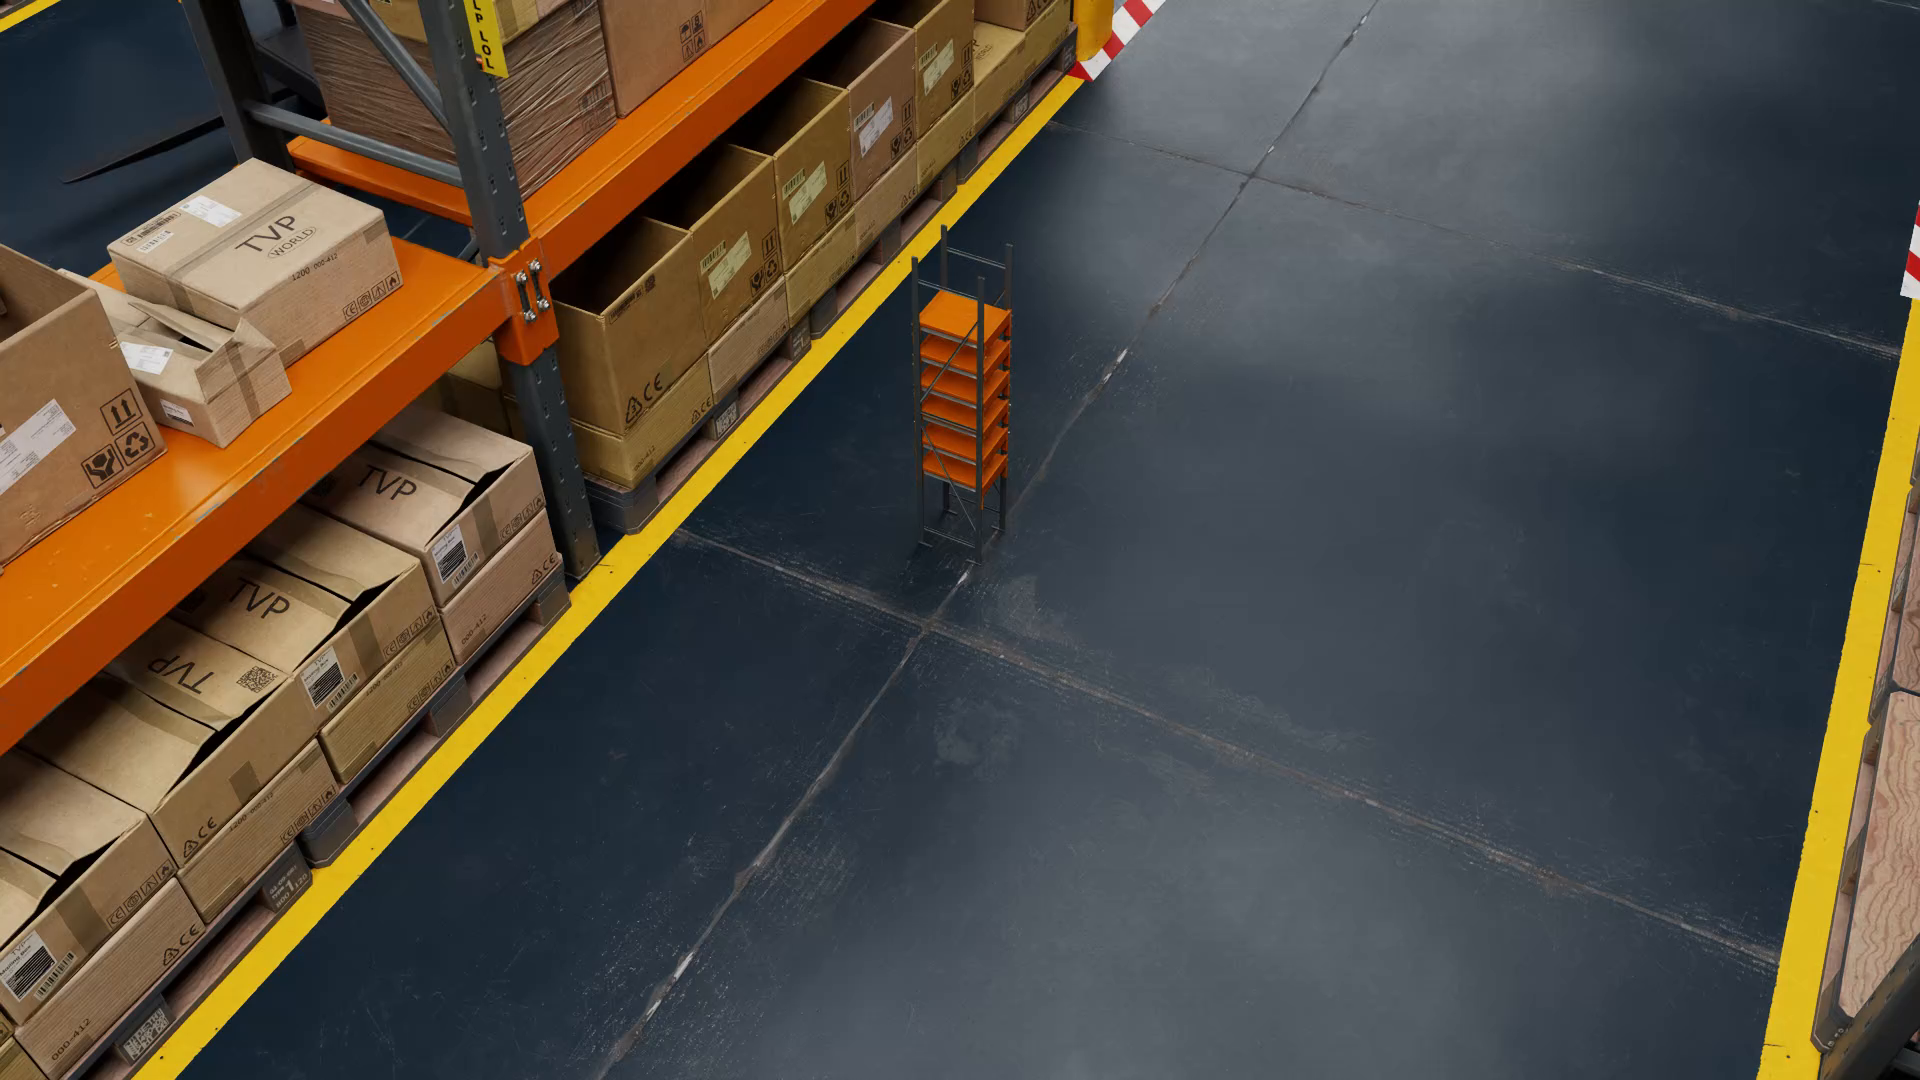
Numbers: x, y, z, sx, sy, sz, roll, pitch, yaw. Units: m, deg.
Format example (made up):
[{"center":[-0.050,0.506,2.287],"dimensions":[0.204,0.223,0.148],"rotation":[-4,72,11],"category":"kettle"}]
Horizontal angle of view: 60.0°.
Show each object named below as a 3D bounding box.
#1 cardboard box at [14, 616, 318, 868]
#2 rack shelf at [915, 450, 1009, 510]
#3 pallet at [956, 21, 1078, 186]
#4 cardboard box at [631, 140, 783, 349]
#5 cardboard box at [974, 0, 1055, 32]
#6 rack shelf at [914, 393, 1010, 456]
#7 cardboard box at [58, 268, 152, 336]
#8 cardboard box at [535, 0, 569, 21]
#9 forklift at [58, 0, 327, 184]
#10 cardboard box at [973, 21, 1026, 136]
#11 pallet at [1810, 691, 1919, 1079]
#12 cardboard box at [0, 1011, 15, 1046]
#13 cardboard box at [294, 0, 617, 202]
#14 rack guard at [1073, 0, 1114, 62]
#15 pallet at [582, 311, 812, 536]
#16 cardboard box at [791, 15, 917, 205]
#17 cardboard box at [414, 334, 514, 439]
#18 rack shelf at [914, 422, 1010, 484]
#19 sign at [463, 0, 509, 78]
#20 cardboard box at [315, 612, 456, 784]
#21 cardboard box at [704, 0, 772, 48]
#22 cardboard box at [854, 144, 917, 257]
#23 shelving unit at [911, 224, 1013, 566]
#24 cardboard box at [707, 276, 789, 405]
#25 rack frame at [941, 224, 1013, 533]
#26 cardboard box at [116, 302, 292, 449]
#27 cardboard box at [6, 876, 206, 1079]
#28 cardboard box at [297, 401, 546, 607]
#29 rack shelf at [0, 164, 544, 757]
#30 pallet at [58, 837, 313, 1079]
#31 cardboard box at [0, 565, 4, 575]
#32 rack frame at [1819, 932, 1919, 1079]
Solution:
[{"center":[-2.098,0.500,4.391],"dimensions":[0.500,0.311,0.500],"rotation":[20,49,19],"category":"cardboard box"},{"center":[0.007,-0.231,5.535],"dimensions":[0.258,0.103,0.180],"rotation":[20,49,19],"category":"rack shelf"},{"center":[-0.155,-2.160,7.736],"dimensions":[1.003,0.211,1.213],"rotation":[20,49,19],"category":"pallet"},{"center":[-0.977,-1.066,5.806],"dimensions":[0.500,0.500,0.500],"rotation":[20,49,19],"category":"cardboard box"},{"center":[0.177,-2.644,7.365],"dimensions":[0.500,0.500,0.500],"rotation":[20,49,19],"category":"cardboard box"},{"center":[0.007,-0.400,5.364],"dimensions":[0.258,0.103,0.180],"rotation":[20,49,19],"category":"rack shelf"},{"center":[-2.287,-0.536,4.348],"dimensions":[0.380,0.149,0.250],"rotation":[20,49,19],"category":"cardboard box"},{"center":[-1.282,-1.642,4.738],"dimensions":[0.380,0.149,0.250],"rotation":[21,49,20],"category":"cardboard box"},{"center":[-2.501,-3.023,6.677],"dimensions":[1.130,2.935,3.031],"rotation":[33,54,28],"category":"forklift"},{"center":[-0.046,-2.062,7.317],"dimensions":[0.500,0.250,0.500],"rotation":[20,49,19],"category":"cardboard box"},{"center":[2.976,1.063,4.551],"dimensions":[1.003,0.211,1.213],"rotation":[20,49,19],"category":"pallet"},{"center":[-2.573,1.139,3.759],"dimensions":[0.500,0.311,0.500],"rotation":[19,48,18],"category":"cardboard box"},{"center":[-1.494,-1.432,4.986],"dimensions":[0.700,0.500,0.500],"rotation":[19,48,18],"category":"cardboard box"},{"center":[0.174,-2.772,8.138],"dimensions":[1.175,0.500,0.348],"rotation":[20,49,19],"category":"rack guard"},{"center":[-1.288,-0.622,6.217],"dimensions":[1.003,0.211,1.213],"rotation":[20,49,19],"category":"pallet"},{"center":[-0.507,-1.695,6.426],"dimensions":[0.500,0.500,0.500],"rotation":[20,49,19],"category":"cardboard box"},{"center":[-1.673,-0.661,5.932],"dimensions":[0.500,0.250,0.500],"rotation":[20,49,19],"category":"cardboard box"},{"center":[0.007,-0.315,5.449],"dimensions":[0.258,0.103,0.180],"rotation":[20,49,19],"category":"rack shelf"},{"center":[-1.209,-1.322,4.189],"dimensions":[0.100,0.325,0.005],"rotation":[20,49,19],"category":"sign"},{"center":[-1.866,0.379,4.905],"dimensions":[0.500,0.250,0.500],"rotation":[20,49,18],"category":"cardboard box"},{"center":[-1.018,-2.081,5.628],"dimensions":[0.700,0.500,0.500],"rotation":[21,49,20],"category":"cardboard box"},{"center":[-0.510,-1.432,6.694],"dimensions":[0.500,0.250,0.500],"rotation":[20,49,19],"category":"cardboard box"},{"center":[0.007,-0.431,5.332],"dimensions":[0.258,1.200,0.189],"rotation":[20,49,19],"category":"shelving unit"},{"center":[-0.974,-0.802,6.071],"dimensions":[0.500,0.250,0.500],"rotation":[20,49,19],"category":"cardboard box"},{"center":[0.049,-0.489,5.389],"dimensions":[0.240,1.200,0.006],"rotation":[20,49,19],"category":"rack frame"},{"center":[-1.940,-0.454,4.184],"dimensions":[0.396,0.266,0.258],"rotation":[19,48,18],"category":"cardboard box"},{"center":[-2.341,1.021,4.270],"dimensions":[0.500,0.250,0.500],"rotation":[21,49,20],"category":"cardboard box"},{"center":[-1.628,-0.144,5.027],"dimensions":[0.500,0.311,0.500],"rotation":[20,49,19],"category":"cardboard box"},{"center":[-2.623,0.397,3.754],"dimensions":[1.077,0.370,4.000],"rotation":[20,49,19],"category":"rack shelf"},{"center":[-2.567,1.113,4.501],"dimensions":[1.003,0.211,1.213],"rotation":[20,49,19],"category":"pallet"},{"center":[-2.542,-0.025,3.595],"dimensions":[0.500,0.500,0.500],"rotation":[21,49,19],"category":"cardboard box"},{"center":[2.695,0.518,3.129],"dimensions":[1.000,3.000,0.127],"rotation":[20,49,19],"category":"rack frame"}]
